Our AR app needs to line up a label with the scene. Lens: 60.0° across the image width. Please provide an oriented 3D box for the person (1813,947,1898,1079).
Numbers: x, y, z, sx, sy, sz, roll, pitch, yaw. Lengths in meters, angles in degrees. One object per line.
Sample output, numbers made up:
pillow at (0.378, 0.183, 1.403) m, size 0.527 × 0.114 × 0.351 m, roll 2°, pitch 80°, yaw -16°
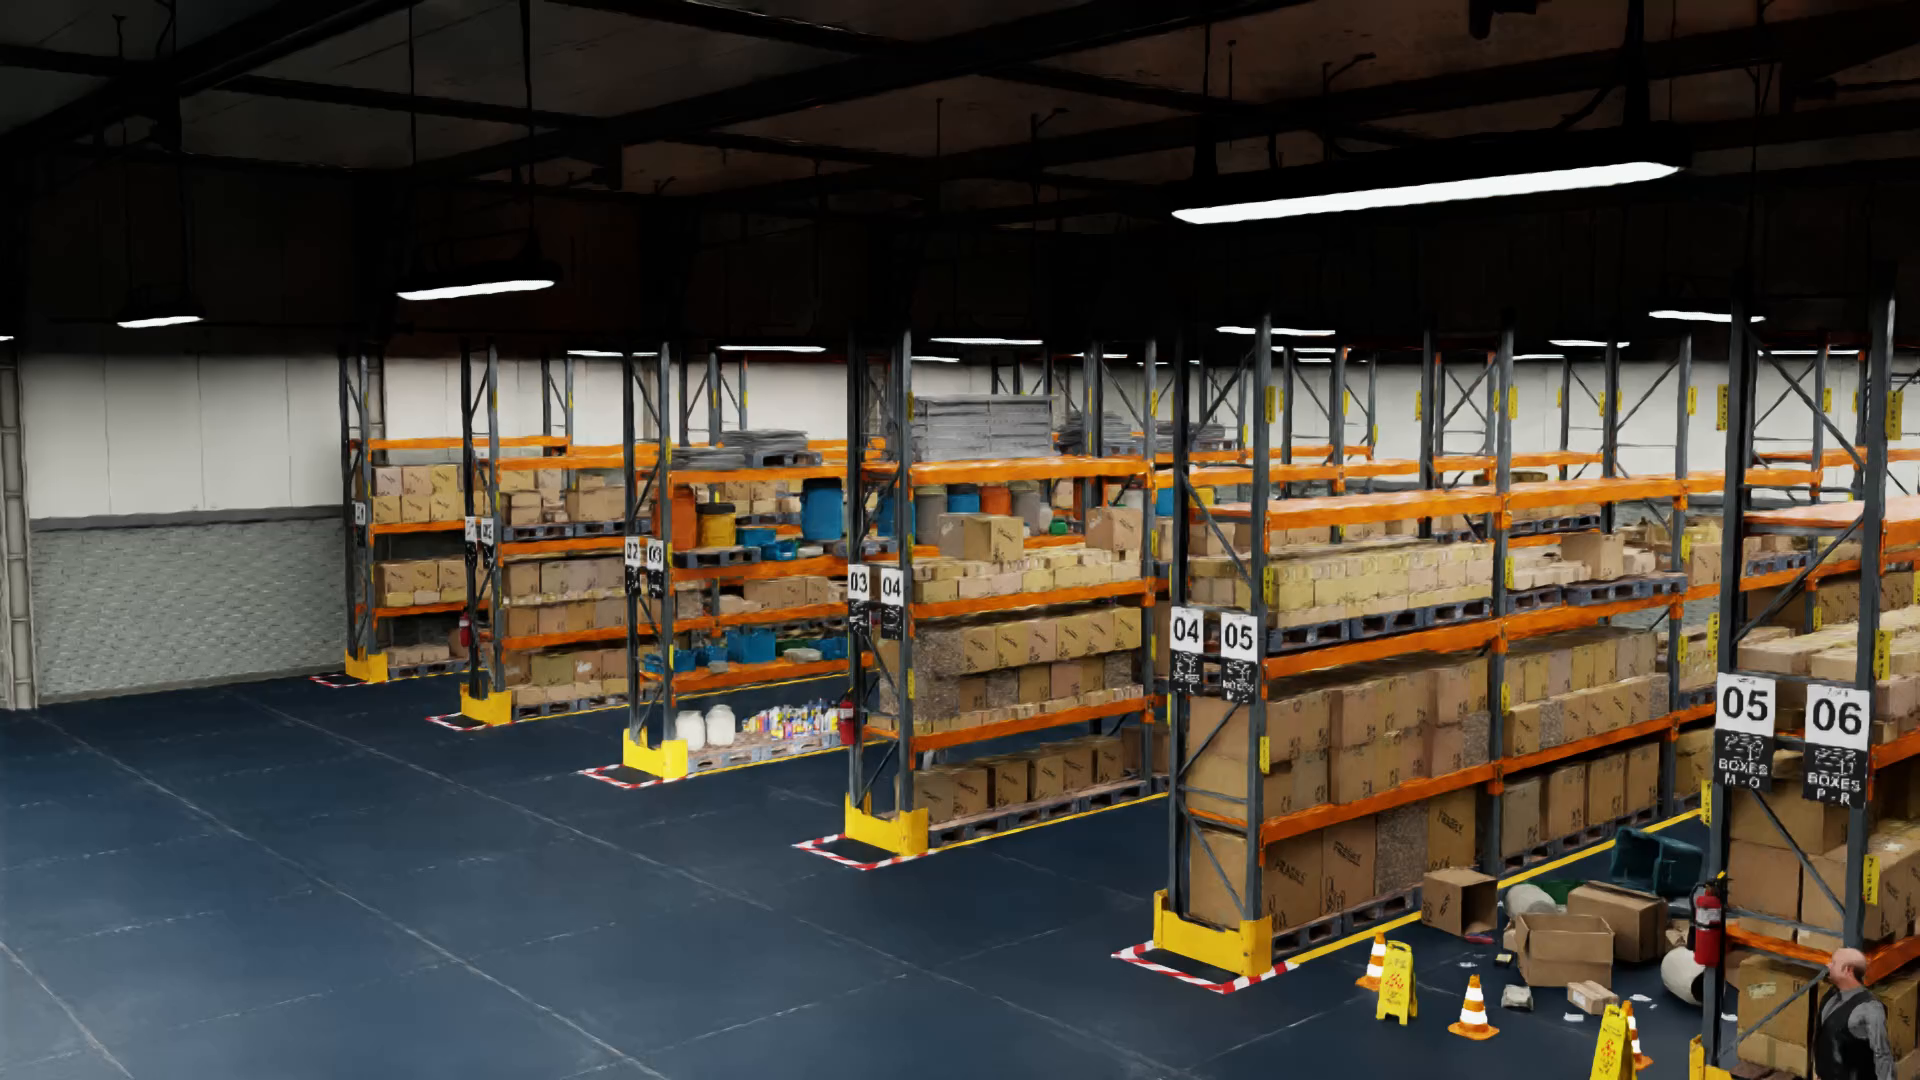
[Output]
person at (5.562, 3.387, 10.283) m, size 0.455 × 1.707 × 0.665 m, roll 0°, pitch 5°, yaw 4°

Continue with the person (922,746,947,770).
person at (-0.270, 2.367, 21.801) m, size 0.416 × 1.677 × 0.537 m, roll 2°, pitch 5°, yaw 17°
